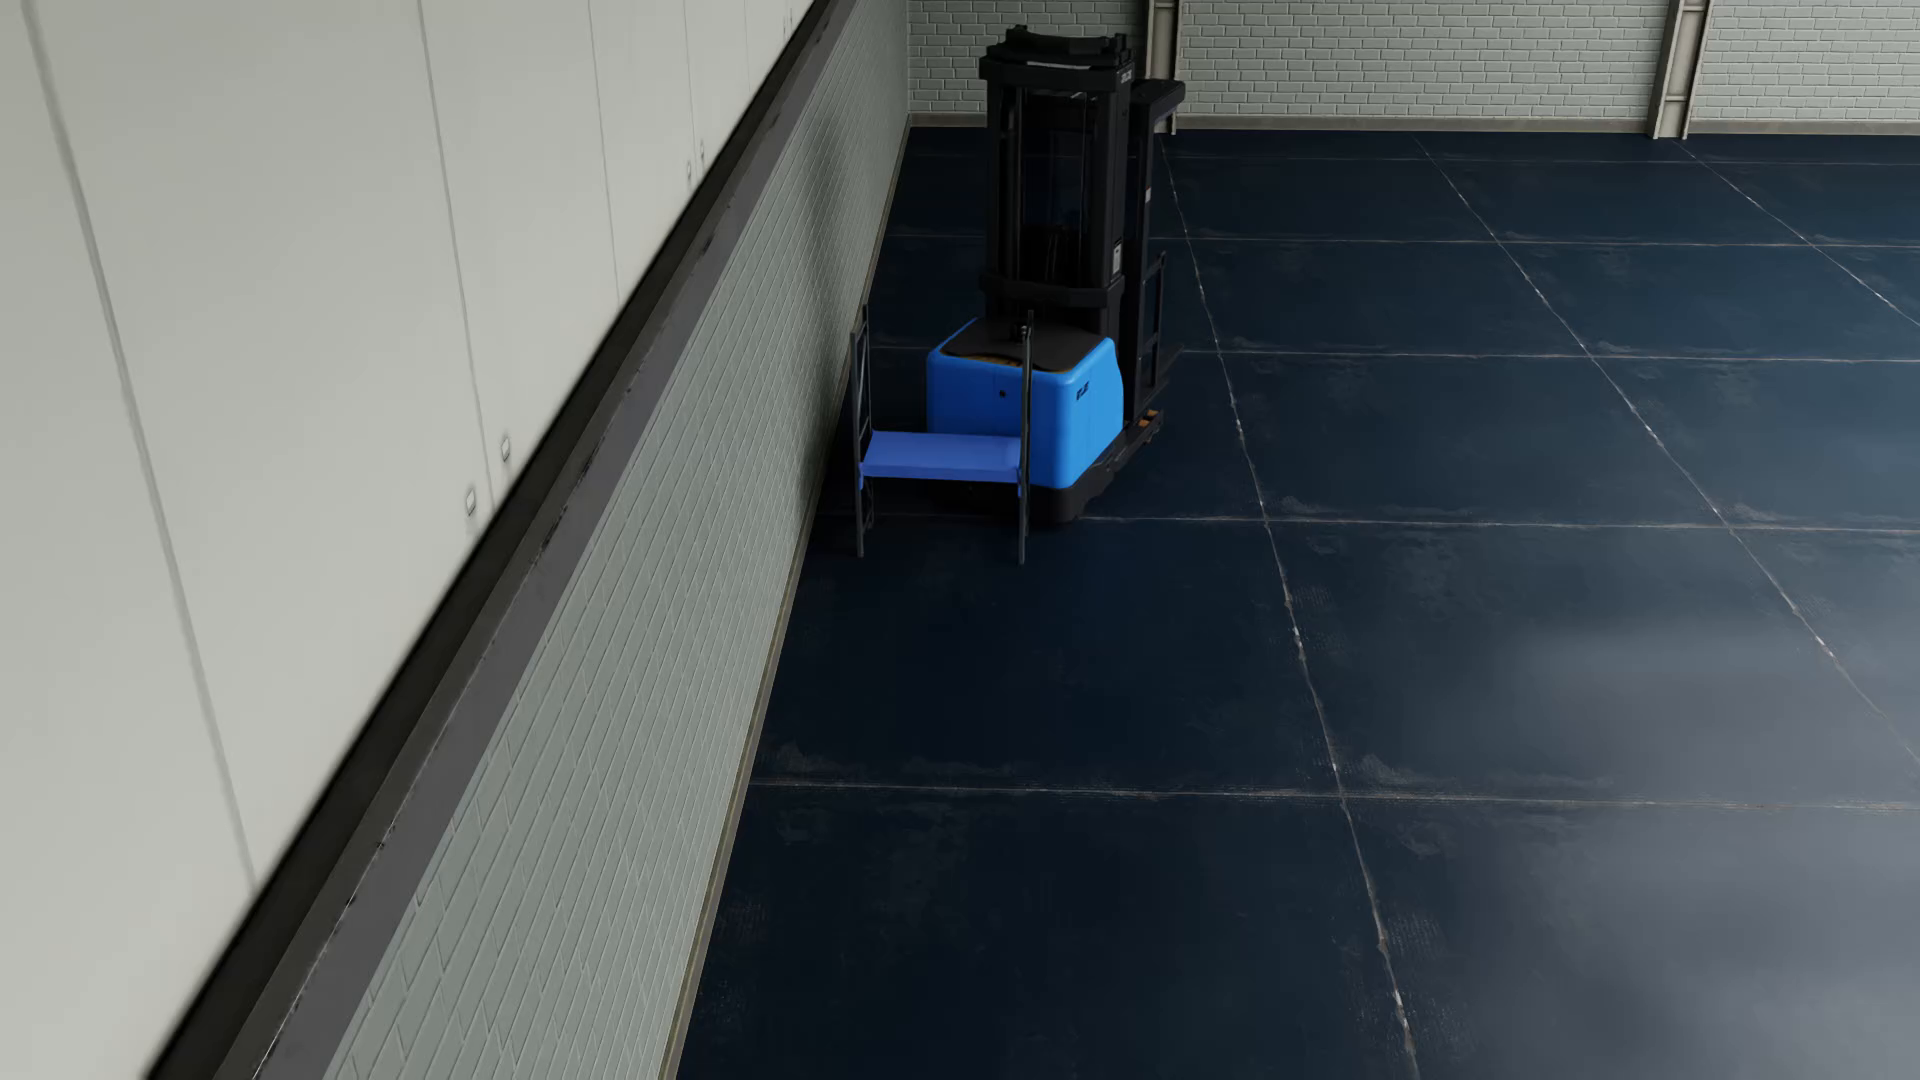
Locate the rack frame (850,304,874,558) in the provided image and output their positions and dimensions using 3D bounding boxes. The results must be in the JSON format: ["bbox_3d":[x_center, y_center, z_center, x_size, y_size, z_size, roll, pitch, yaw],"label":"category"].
[{"bbox_3d":[-0.606,-0.669,10.335,0.032,1.500,0.500,3,28,5],"label":"rack frame"}]

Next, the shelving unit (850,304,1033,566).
[{"bbox_3d":[-0.100,-0.644,10.290,1.048,1.500,0.538,3,28,5],"label":"shelving unit"}]

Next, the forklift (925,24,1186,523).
[{"bbox_3d":[0.840,-2.070,11.451,1.130,2.935,3.031,12,30,21],"label":"forklift"}]

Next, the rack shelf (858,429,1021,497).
[{"bbox_3d":[-0.100,-0.486,10.374,1.000,0.185,0.538,3,28,5],"label":"rack shelf"}]

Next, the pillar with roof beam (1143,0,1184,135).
[{"bbox_3d":[2.218,-6.857,14.002,0.400,9.000,9.100,1,28,2],"label":"pillar with roof beam"}]

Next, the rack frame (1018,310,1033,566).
[{"bbox_3d":[0.406,-0.620,10.244,0.032,1.500,0.500,3,28,5],"label":"rack frame"}]

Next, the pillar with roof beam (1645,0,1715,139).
[{"bbox_3d":[8.215,-6.758,13.815,0.400,9.000,9.100,1,28,2],"label":"pillar with roof beam"}]
